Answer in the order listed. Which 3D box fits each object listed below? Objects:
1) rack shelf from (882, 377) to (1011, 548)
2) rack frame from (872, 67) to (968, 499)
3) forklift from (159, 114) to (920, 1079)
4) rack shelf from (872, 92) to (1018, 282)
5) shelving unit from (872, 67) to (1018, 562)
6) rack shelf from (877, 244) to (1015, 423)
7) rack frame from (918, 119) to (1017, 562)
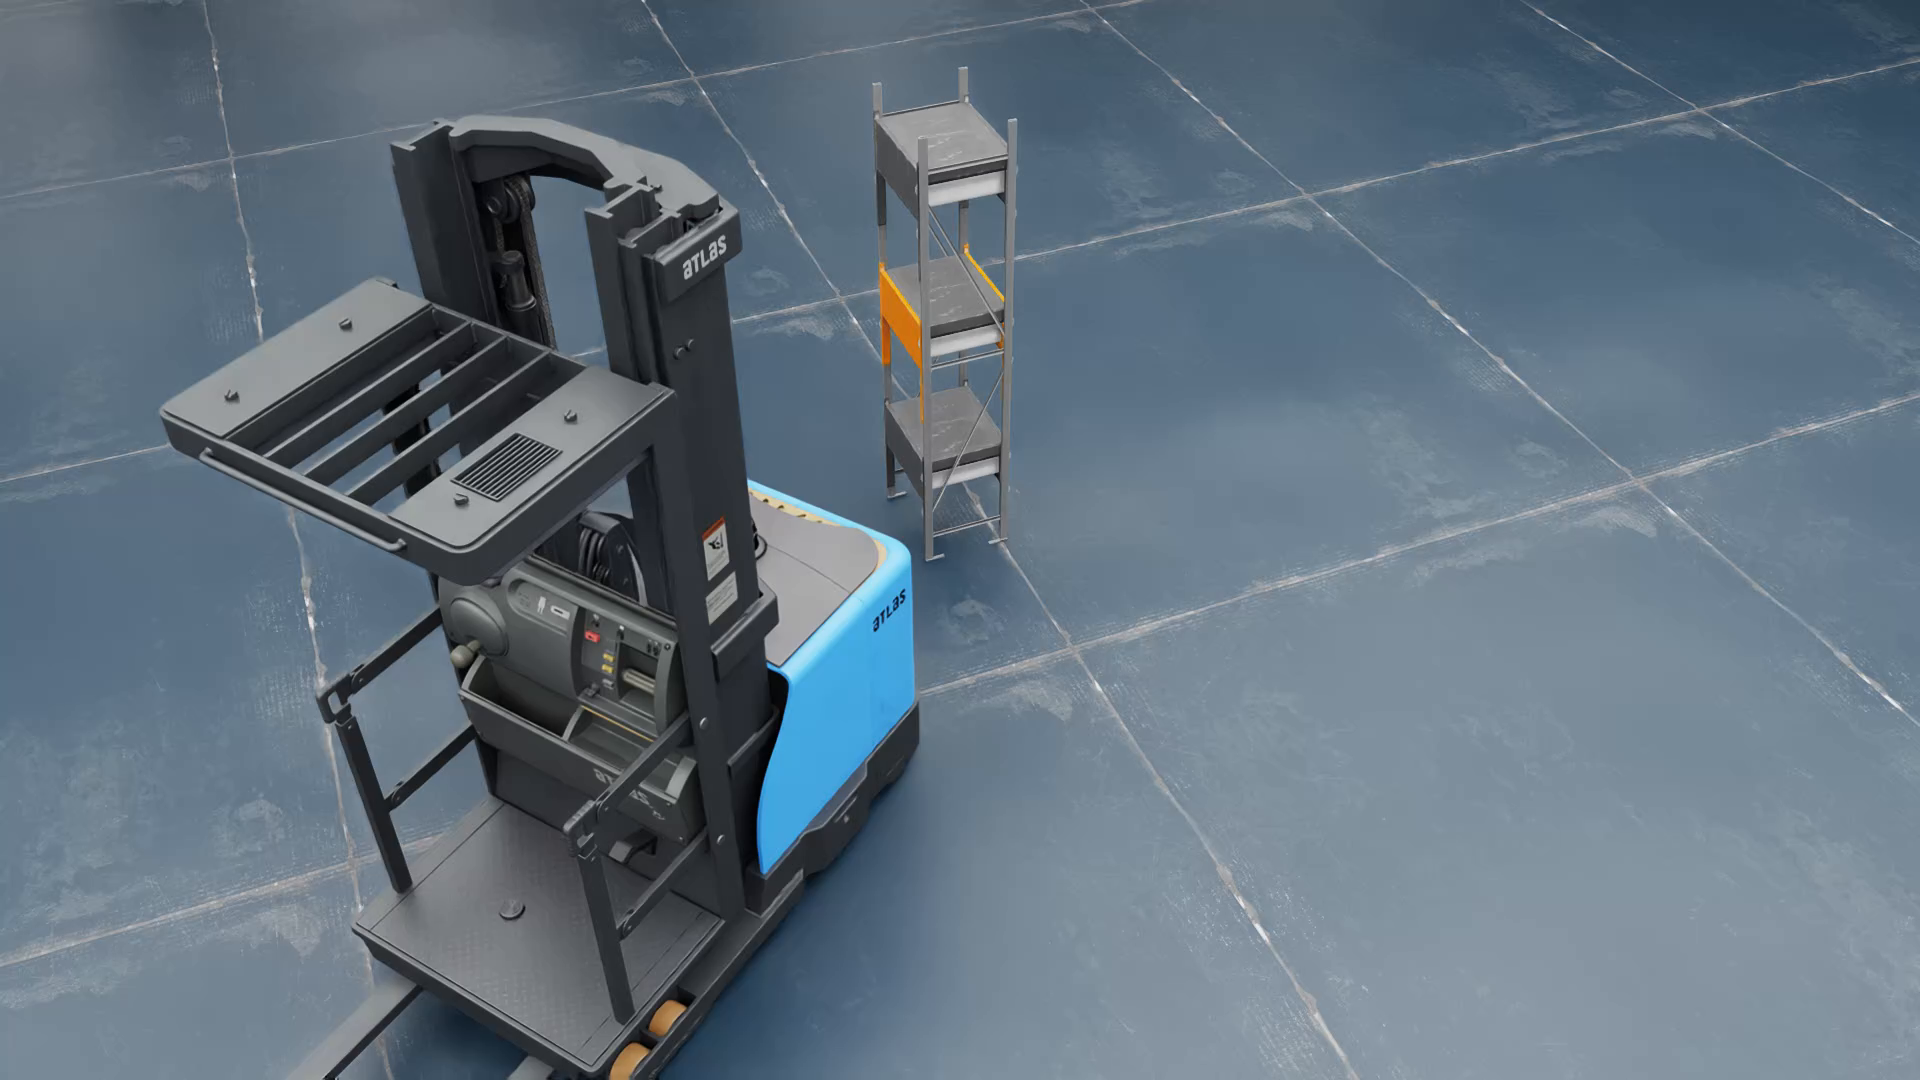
[{"bbox_3d":[-0.063,-0.355,7.565,0.431,0.518,0.480,-15,43,-17],"label":"rack shelf"},{"bbox_3d":[-0.157,-1.043,7.271,0.400,2.100,0.015,-15,43,-17],"label":"rack frame"},{"bbox_3d":[-1.358,0.376,4.983,1.130,2.935,3.031,22,45,23],"label":"forklift"},{"bbox_3d":[-0.063,-1.416,6.652,0.431,0.518,0.480,-15,43,-17],"label":"rack shelf"},{"bbox_3d":[-0.063,-0.896,7.100,0.431,2.100,0.503,-15,43,-17],"label":"shelving unit"},{"bbox_3d":[-0.063,-0.885,7.109,0.431,0.518,0.480,-15,43,-17],"label":"rack shelf"},{"bbox_3d":[0.030,-0.749,6.929,0.400,2.100,0.015,-15,43,-17],"label":"rack frame"}]
